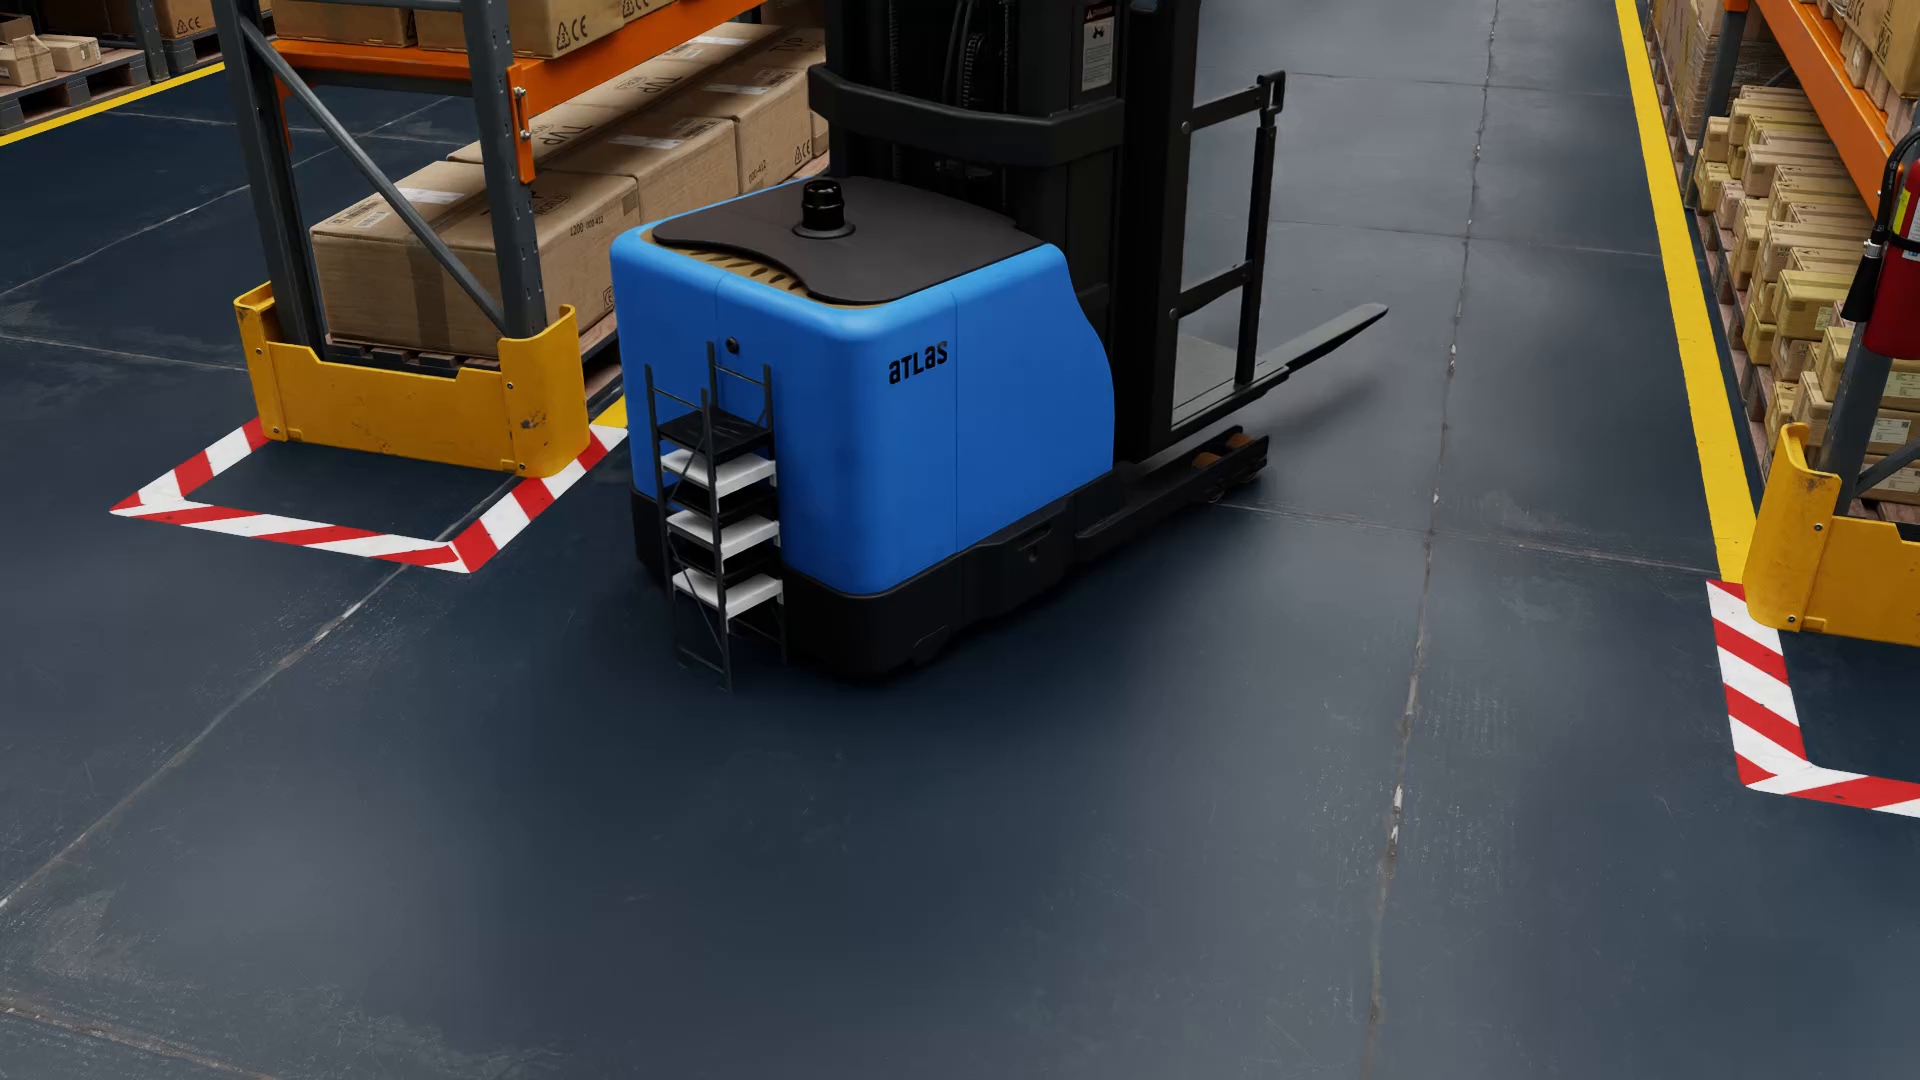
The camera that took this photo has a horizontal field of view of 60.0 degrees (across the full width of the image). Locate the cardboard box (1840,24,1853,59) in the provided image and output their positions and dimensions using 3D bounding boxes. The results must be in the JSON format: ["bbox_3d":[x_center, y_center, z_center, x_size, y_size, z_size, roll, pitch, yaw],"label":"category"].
[{"bbox_3d":[3.027,-1.576,5.256,0.380,0.149,0.250,7,30,13],"label":"cardboard box"}]

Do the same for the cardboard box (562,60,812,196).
[{"bbox_3d":[-1.261,-1.914,7.810,0.875,0.438,0.875,8,30,13],"label":"cardboard box"}]

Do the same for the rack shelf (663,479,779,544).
[{"bbox_3d":[-0.638,-0.099,4.386,0.258,0.077,0.200,24,37,36],"label":"rack shelf"}]

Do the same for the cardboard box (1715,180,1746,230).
[{"bbox_3d":[3.534,-1.452,7.274,0.380,0.149,0.250,8,30,15],"label":"cardboard box"}]

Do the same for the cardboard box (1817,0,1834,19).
[{"bbox_3d":[3.279,-1.939,5.908,0.380,0.149,0.250,10,31,17],"label":"cardboard box"}]

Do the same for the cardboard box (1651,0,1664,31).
[{"bbox_3d":[1.953,-3.419,8.815,4.865,2.090,5.455,9,30,16],"label":"cardboard box"}]

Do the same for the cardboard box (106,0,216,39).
[{"bbox_3d":[-5.101,-3.534,10.656,0.500,0.500,0.500,10,31,17],"label":"cardboard box"}]

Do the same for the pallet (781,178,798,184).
[{"bbox_3d":[-1.367,-1.414,7.574,1.003,0.211,1.213,8,30,15],"label":"pallet"}]

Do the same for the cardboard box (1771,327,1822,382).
[{"bbox_3d":[2.908,-0.620,5.474,0.380,0.149,0.250,7,30,13],"label":"cardboard box"}]

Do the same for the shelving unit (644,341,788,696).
[{"bbox_3d":[5.911,-3.542,7.455,4.052,4.048,15.476,24,37,36],"label":"shelving unit"}]

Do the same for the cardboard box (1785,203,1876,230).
[{"bbox_3d":[15.729,-10.700,14.693,18.148,8.504,30.398,7,30,13],"label":"cardboard box"}]

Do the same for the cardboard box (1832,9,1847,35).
[{"bbox_3d":[3.225,-1.819,5.692,0.380,0.149,0.250,9,30,16],"label":"cardboard box"}]

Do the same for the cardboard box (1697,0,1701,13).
[{"bbox_3d":[4.190,-2.922,8.785,0.500,0.250,0.500,10,31,17],"label":"cardboard box"}]

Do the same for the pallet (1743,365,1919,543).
[{"bbox_3d":[3.170,-0.214,5.418,1.003,0.211,1.213,8,30,15],"label":"pallet"}]

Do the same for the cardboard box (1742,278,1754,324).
[{"bbox_3d":[3.143,-0.850,6.192,0.380,0.149,0.250,9,30,16],"label":"cardboard box"}]

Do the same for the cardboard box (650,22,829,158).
[{"bbox_3d":[-0.999,-2.331,8.558,0.875,0.438,0.875,8,30,14],"label":"cardboard box"}]

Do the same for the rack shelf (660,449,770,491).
[{"bbox_3d":[5.921,-3.805,7.305,4.033,3.443,15.466,24,37,36],"label":"rack shelf"}]

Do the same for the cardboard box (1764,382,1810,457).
[{"bbox_3d":[2.809,-0.371,5.332,0.380,0.149,0.250,9,30,16],"label":"cardboard box"}]

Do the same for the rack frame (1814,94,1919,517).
[{"bbox_3d":[2.875,-1.025,4.007,1.000,3.000,0.127,8,30,15],"label":"rack frame"}]

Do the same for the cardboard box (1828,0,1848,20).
[{"bbox_3d":[3.057,-1.920,5.207,0.500,0.500,0.500,9,30,15],"label":"cardboard box"}]

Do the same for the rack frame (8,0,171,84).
[{"bbox_3d":[-5.459,-4.250,9.804,1.000,3.000,0.127,8,30,15],"label":"rack frame"}]

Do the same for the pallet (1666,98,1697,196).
[{"bbox_3d":[4.276,-2.027,8.677,1.003,0.211,1.213,8,30,15],"label":"pallet"}]

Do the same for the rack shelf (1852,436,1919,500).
[{"bbox_3d":[2.878,-1.024,4.006,0.949,2.616,0.053,8,30,15],"label":"rack shelf"}]

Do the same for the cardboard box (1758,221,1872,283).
[{"bbox_3d":[3.034,-0.996,5.843,0.380,0.149,0.250,10,31,17],"label":"cardboard box"}]

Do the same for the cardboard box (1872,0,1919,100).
[{"bbox_3d":[2.761,-1.444,4.352,0.500,0.500,0.500,9,30,16],"label":"cardboard box"}]

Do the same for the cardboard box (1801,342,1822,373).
[{"bbox_3d":[2.885,-0.492,5.244,0.380,0.149,0.250,8,30,14],"label":"cardboard box"}]

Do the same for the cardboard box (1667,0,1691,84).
[{"bbox_3d":[4.331,-2.831,9.393,0.500,0.500,0.500,8,30,14],"label":"cardboard box"}]

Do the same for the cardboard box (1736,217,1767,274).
[{"bbox_3d":[3.195,-1.111,6.357,0.380,0.149,0.250,9,30,15],"label":"cardboard box"}]

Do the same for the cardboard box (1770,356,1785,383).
[{"bbox_3d":[3.029,-0.598,5.740,0.380,0.149,0.250,9,30,15],"label":"cardboard box"}]

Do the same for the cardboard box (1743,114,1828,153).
[{"bbox_3d":[3.585,-1.707,7.121,0.392,0.149,0.269,10,30,17],"label":"cardboard box"}]

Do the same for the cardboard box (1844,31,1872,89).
[{"bbox_3d":[2.921,-1.458,5.043,0.380,0.149,0.250,9,30,16],"label":"cardboard box"}]

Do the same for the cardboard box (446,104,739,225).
[{"bbox_3d":[-1.528,-1.496,7.057,0.875,0.438,0.875,9,30,16],"label":"cardboard box"}]

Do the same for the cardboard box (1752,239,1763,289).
[{"bbox_3d":[3.141,-0.979,6.120,0.380,0.149,0.250,10,31,17],"label":"cardboard box"}]

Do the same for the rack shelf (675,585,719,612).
[{"bbox_3d":[-0.638,0.124,4.510,0.199,0.015,0.184,24,37,36],"label":"rack shelf"}]

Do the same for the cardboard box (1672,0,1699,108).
[{"bbox_3d":[4.177,-2.593,8.965,0.500,0.500,0.500,8,30,14],"label":"cardboard box"}]

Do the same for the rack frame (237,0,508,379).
[{"bbox_3d":[-1.890,-1.685,5.193,0.949,2.616,0.053,8,30,15],"label":"rack frame"}]

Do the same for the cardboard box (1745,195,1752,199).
[{"bbox_3d":[3.529,-1.455,6.974,0.380,0.149,0.250,7,30,12],"label":"cardboard box"}]

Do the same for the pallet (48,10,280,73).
[{"bbox_3d":[-5.256,-3.415,11.171,1.003,0.211,1.213,8,30,15],"label":"pallet"}]

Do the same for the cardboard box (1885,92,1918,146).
[{"bbox_3d":[2.701,-1.107,4.413,0.380,0.149,0.250,9,30,15],"label":"cardboard box"}]

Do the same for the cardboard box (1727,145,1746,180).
[{"bbox_3d":[3.648,-1.698,7.412,0.380,0.149,0.250,9,30,15],"label":"cardboard box"}]

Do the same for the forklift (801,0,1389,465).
[{"bbox_3d":[-1.198,-3.980,7.046,7.407,5.209,9.711,24,37,36],"label":"forklift"}]

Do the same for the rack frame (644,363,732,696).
[{"bbox_3d":[-0.706,-0.013,4.348,0.240,0.900,0.006,24,37,36],"label":"rack frame"}]

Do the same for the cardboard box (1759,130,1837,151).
[{"bbox_3d":[3.531,-1.582,6.898,0.380,0.149,0.250,8,30,14],"label":"cardboard box"}]

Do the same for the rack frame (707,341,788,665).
[{"bbox_3d":[-0.569,-0.086,4.479,0.240,0.900,0.006,24,37,36],"label":"rack frame"}]

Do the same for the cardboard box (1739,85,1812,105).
[{"bbox_3d":[3.750,-1.951,7.560,0.380,0.149,0.250,10,31,17],"label":"cardboard box"}]

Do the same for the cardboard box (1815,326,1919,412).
[{"bbox_3d":[2.788,-0.505,4.960,0.380,0.149,0.250,9,30,15],"label":"cardboard box"}]

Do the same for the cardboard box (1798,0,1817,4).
[{"bbox_3d":[3.313,-2.070,6.144,0.380,0.149,0.250,10,31,17],"label":"cardboard box"}]

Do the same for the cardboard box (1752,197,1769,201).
[{"bbox_3d":[3.426,-1.330,6.751,0.380,0.149,0.250,10,31,17],"label":"cardboard box"}]

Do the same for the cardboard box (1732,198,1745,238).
[{"bbox_3d":[3.507,-1.326,7.050,0.380,0.149,0.250,8,30,14],"label":"cardboard box"}]

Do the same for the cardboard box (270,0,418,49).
[{"bbox_3d":[-1.998,-1.990,5.639,0.500,0.500,0.500,9,30,15],"label":"cardboard box"}]

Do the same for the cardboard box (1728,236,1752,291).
[{"bbox_3d":[3.293,-1.089,6.623,0.380,0.149,0.250,8,30,14],"label":"cardboard box"}]

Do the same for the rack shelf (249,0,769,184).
[{"bbox_3d":[-1.299,-2.299,7.038,1.077,0.370,4.000,8,30,15],"label":"rack shelf"}]
